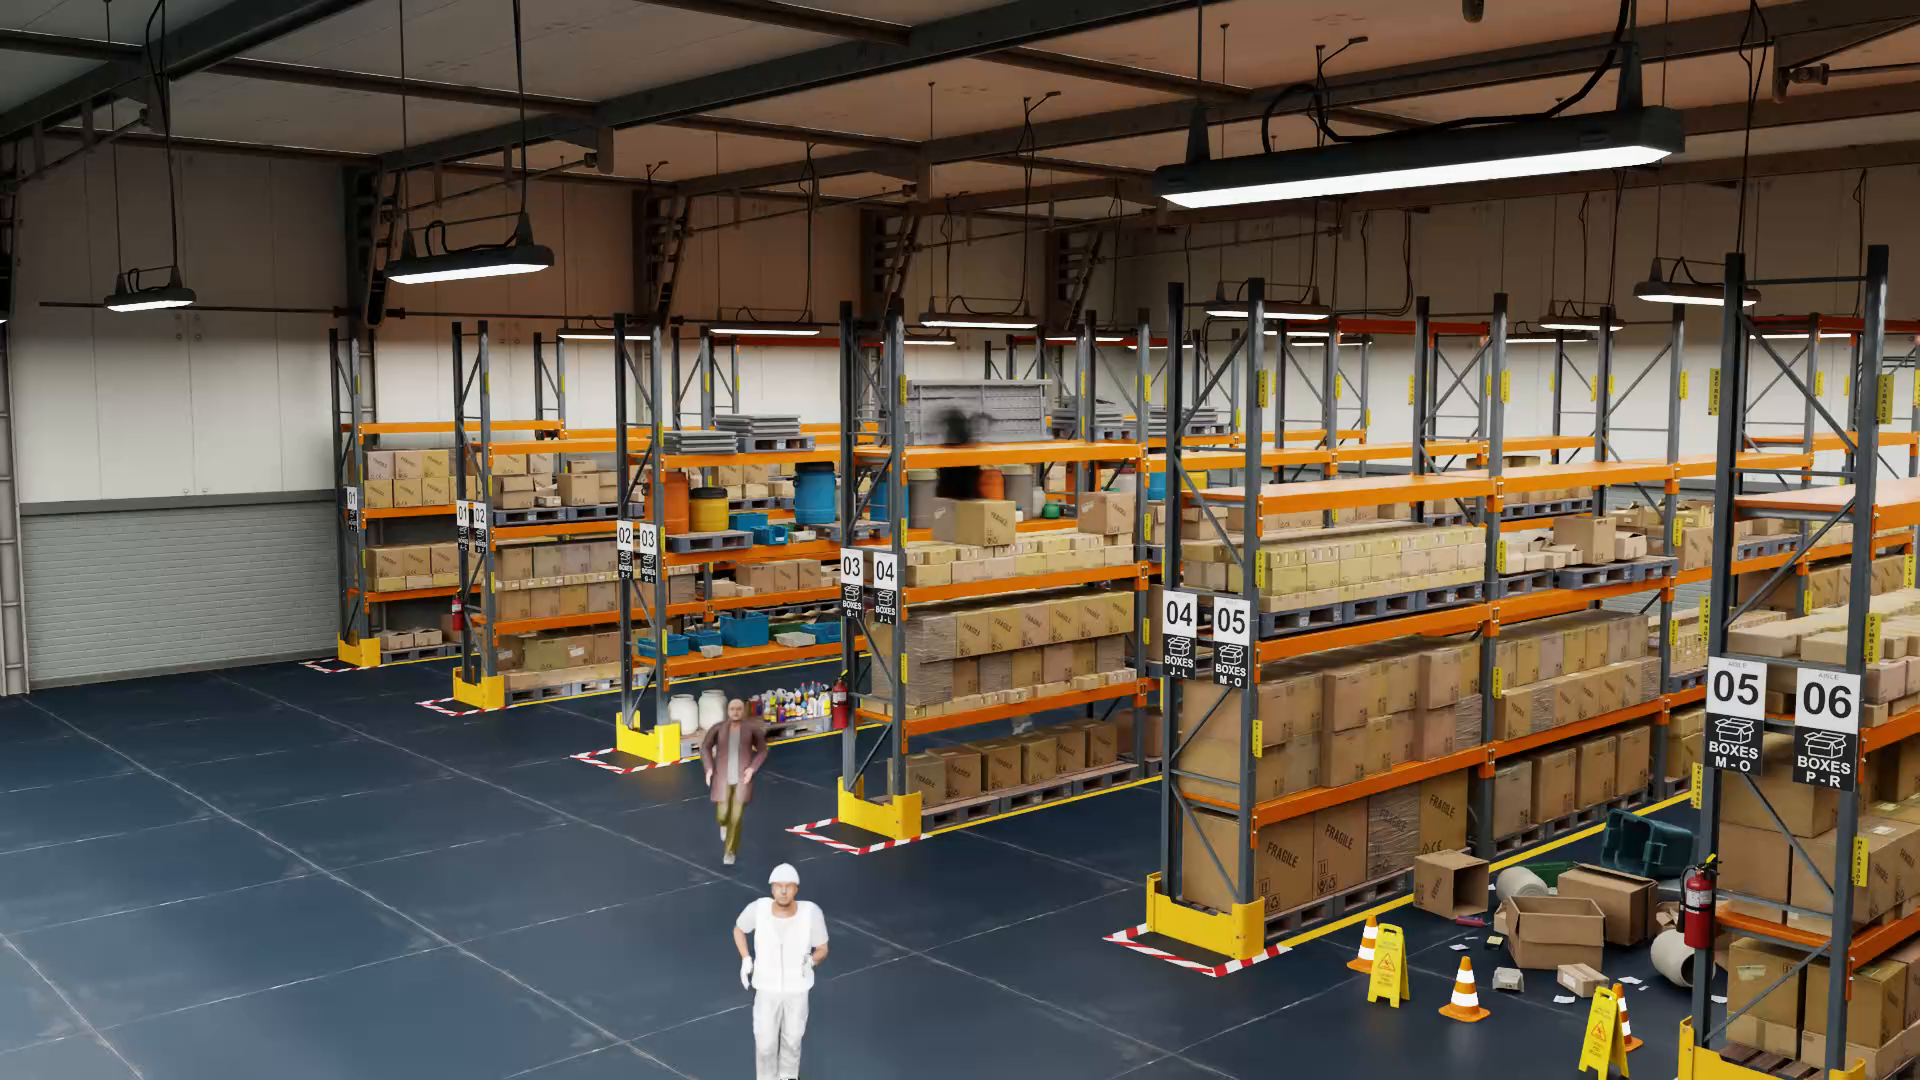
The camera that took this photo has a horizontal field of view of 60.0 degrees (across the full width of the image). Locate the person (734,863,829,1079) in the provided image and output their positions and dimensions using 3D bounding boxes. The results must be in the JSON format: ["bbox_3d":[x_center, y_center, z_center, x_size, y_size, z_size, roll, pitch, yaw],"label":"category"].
[{"bbox_3d":[-1.235,3.148,11.578,0.655,1.807,0.729,-1,6,-9],"label":"person"}]

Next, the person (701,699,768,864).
[{"bbox_3d":[-2.405,2.552,17.733,0.721,1.740,0.677,0,6,-3],"label":"person"}]

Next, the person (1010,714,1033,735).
[{"bbox_3d":[0.788,1.892,23.094,0.715,1.719,0.580,-6,8,-44],"label":"person"}]
